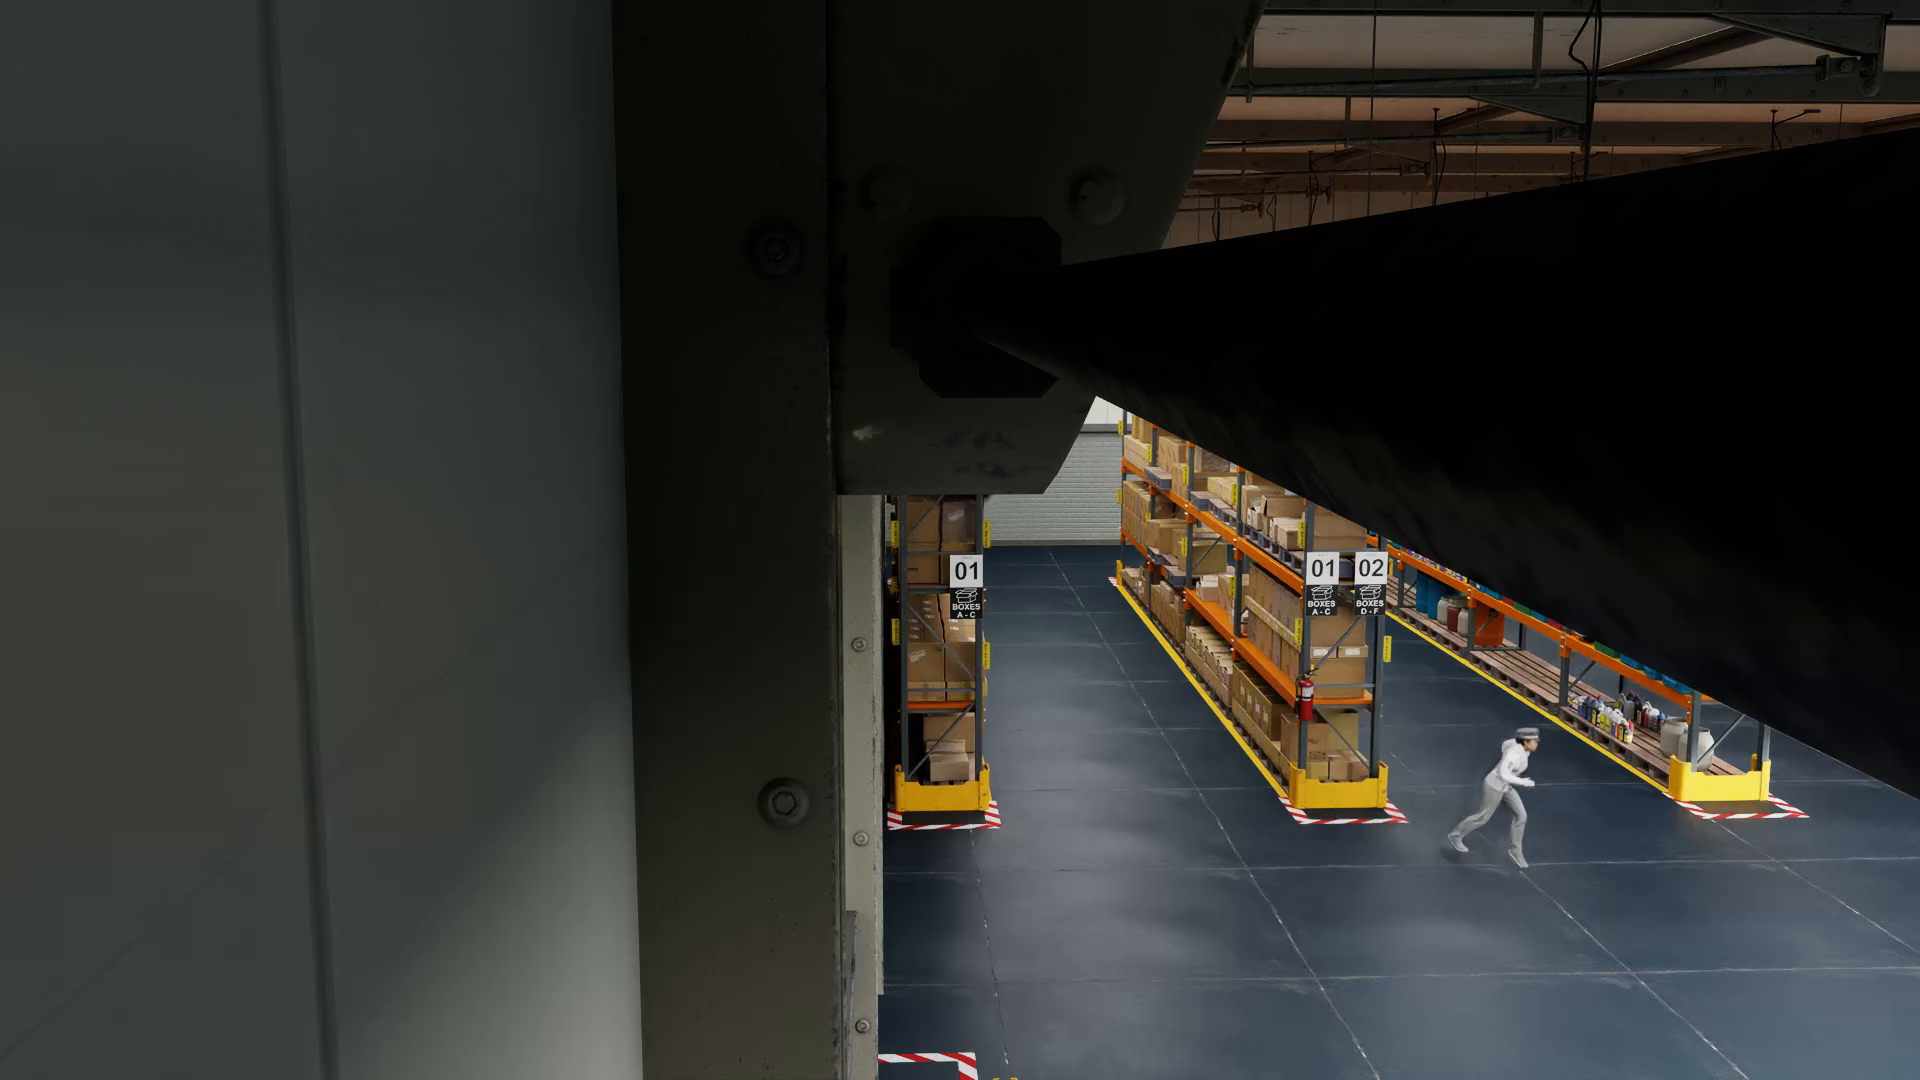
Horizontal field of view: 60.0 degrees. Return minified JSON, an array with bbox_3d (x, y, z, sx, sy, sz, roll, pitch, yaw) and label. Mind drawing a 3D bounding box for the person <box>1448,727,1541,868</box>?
[{"bbox_3d":[5.989,2.843,18.662,0.960,1.625,0.658,5,10,31],"label":"person"}]
